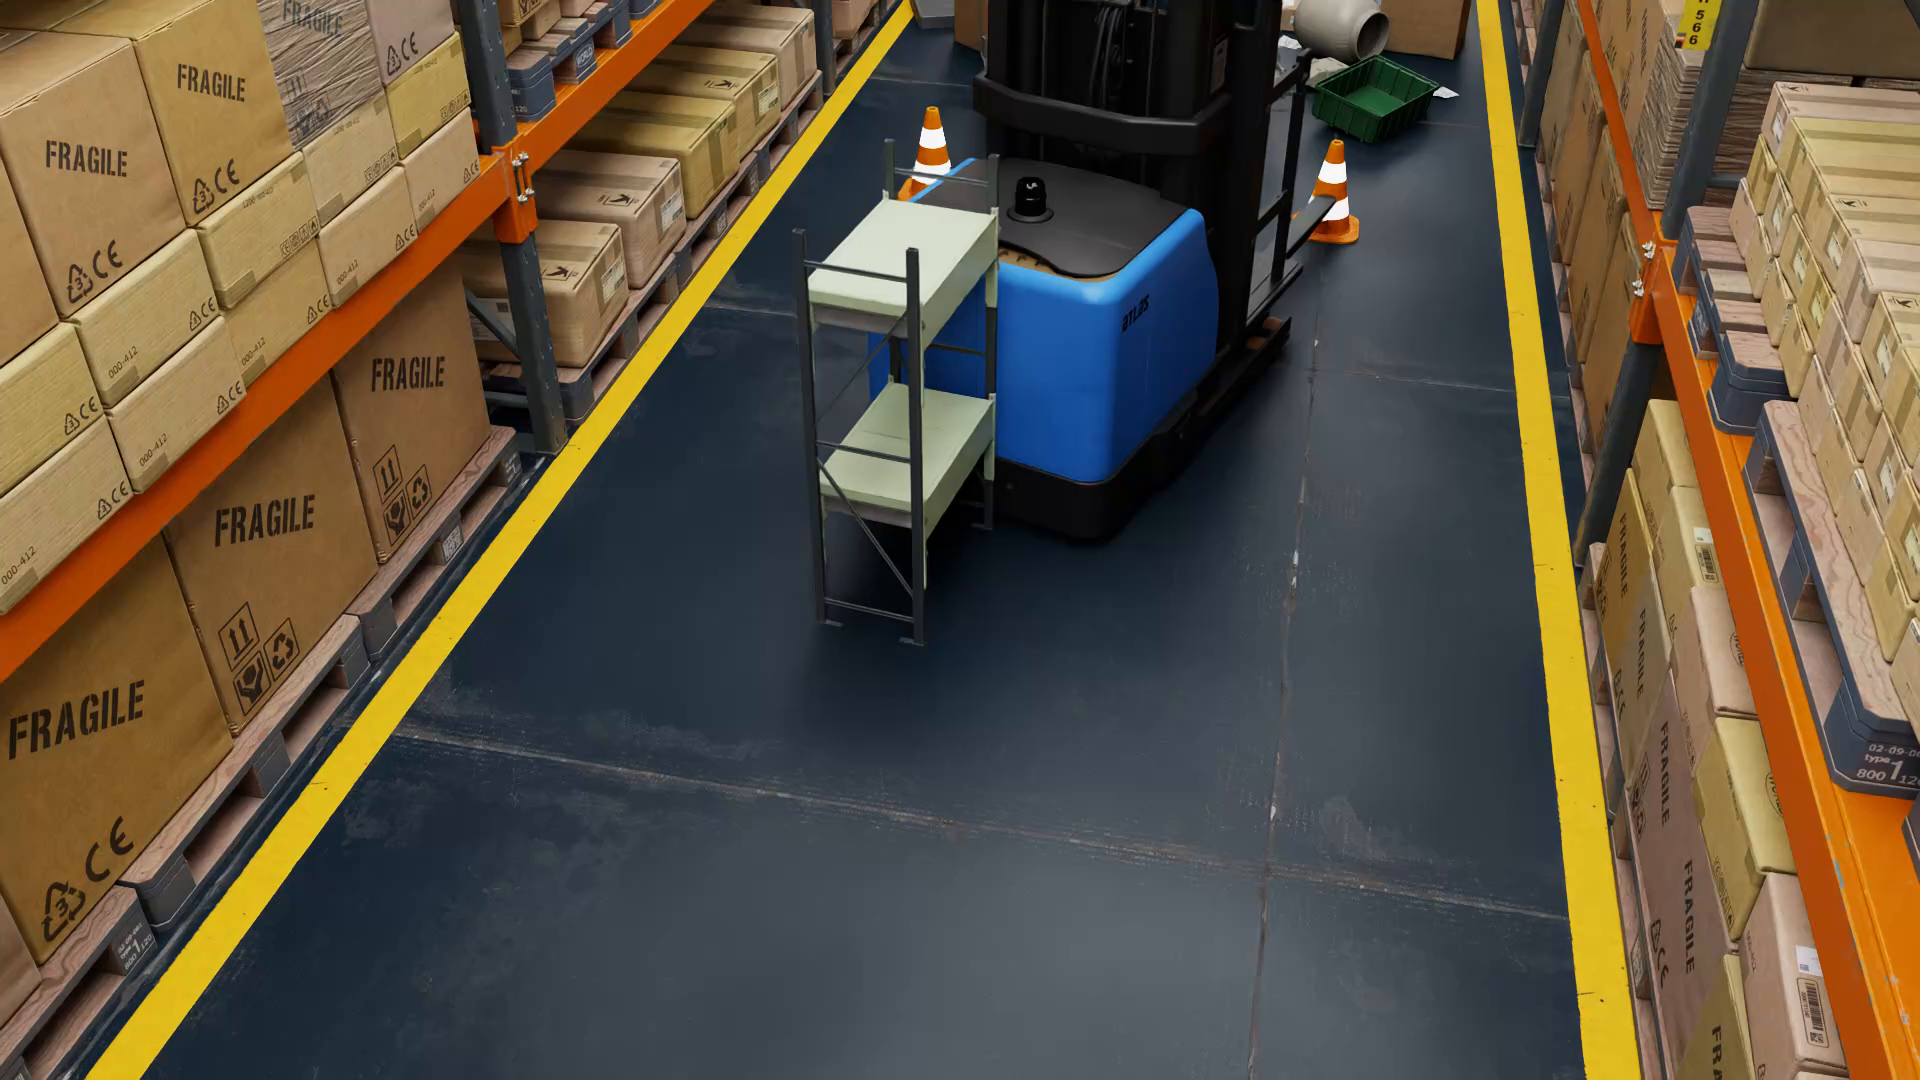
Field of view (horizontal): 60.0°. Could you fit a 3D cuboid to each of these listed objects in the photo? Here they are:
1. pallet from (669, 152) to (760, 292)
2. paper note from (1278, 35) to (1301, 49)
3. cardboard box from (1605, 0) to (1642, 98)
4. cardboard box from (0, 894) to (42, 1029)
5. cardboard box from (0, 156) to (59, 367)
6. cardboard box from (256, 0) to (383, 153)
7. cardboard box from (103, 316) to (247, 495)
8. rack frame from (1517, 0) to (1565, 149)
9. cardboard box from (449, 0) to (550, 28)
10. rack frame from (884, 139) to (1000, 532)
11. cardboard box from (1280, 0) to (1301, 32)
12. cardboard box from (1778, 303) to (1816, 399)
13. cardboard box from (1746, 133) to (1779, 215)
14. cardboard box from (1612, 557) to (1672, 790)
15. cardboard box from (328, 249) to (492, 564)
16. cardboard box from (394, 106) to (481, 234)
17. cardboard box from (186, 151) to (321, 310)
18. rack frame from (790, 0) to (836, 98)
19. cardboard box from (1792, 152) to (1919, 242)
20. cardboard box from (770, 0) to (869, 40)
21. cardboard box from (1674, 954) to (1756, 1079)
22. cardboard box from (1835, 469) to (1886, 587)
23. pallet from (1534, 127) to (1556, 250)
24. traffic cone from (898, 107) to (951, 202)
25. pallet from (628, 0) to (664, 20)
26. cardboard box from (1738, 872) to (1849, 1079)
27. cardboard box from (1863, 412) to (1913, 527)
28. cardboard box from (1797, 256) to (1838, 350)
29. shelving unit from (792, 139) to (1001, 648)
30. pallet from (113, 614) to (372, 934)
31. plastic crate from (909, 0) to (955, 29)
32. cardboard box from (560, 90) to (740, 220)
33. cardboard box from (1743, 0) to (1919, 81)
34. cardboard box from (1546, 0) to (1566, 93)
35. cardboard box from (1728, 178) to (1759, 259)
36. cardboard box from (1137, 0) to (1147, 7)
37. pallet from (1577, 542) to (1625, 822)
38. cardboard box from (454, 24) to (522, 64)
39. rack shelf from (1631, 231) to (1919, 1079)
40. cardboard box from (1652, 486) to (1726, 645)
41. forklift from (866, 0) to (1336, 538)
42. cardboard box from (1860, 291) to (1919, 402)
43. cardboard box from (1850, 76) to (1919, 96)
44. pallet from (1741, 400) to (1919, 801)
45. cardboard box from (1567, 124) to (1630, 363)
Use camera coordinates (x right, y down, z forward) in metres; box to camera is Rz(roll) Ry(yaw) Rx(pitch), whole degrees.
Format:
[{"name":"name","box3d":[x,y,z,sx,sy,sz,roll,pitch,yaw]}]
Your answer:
[{"name":"pallet","box3d":[-1.670,-1.659,8.360,1.003,0.211,1.213,7,37,10]},{"name":"paper note","box3d":[2.113,-3.177,10.614,0.172,0.023,0.155,20,41,26]},{"name":"cardboard box","box3d":[2.805,-1.986,6.348,0.500,0.500,0.500,7,36,9]},{"name":"cardboard box","box3d":[-2.901,0.975,3.802,0.875,0.875,0.875,8,37,11]},{"name":"cardboard box","box3d":[-2.389,-0.594,3.576,0.500,0.500,0.500,6,36,9]},{"name":"cardboard box","box3d":[-2.057,-1.464,4.777,0.500,0.500,0.500,8,37,11]},{"name":"cardboard box","box3d":[-2.254,-0.383,4.350,0.500,0.250,0.500,7,36,9]},{"name":"rack frame","box3d":[3.611,-3.374,8.349,1.000,3.000,0.127,7,37,10]},{"name":"cardboard box","box3d":[-1.779,-2.203,6.037,0.500,0.500,0.500,6,36,9]},{"name":"rack frame","box3d":[-0.062,-0.685,5.917,0.400,1.500,0.023,12,38,16]},{"name":"cardboard box","box3d":[2.179,-3.483,10.830,0.396,0.266,0.258,14,38,18]},{"name":"cardboard box","box3d":[2.293,-0.455,4.177,0.380,0.149,0.250,9,37,12]},{"name":"cardboard box","box3d":[2.457,-1.018,4.701,0.380,0.149,0.250,9,37,12]},{"name":"cardboard box","box3d":[2.252,0.423,4.882,0.500,0.500,0.500,8,37,11]},{"name":"cardboard box","box3d":[-2.330,-0.568,5.930,0.875,0.875,0.875,7,37,10]},{"name":"cardboard box","box3d":[-1.955,-1.260,5.561,0.500,0.250,0.500,6,36,8]},{"name":"cardboard box","box3d":[-2.151,-0.885,4.617,0.500,0.250,0.500,6,36,9]},{"name":"rack frame","box3d":[-1.247,-3.937,9.126,1.000,3.000,0.127,7,37,10]},{"name":"cardboard box","box3d":[2.357,-0.855,4.223,0.380,0.149,0.250,7,37,10]},{"name":"cardboard box","box3d":[-0.857,-3.298,10.229,0.500,0.250,0.500,6,36,8]},{"name":"cardboard box","box3d":[1.924,1.304,3.666,0.500,0.500,0.500,6,36,9]},{"name":"cardboard box","box3d":[2.126,-0.009,3.562,0.380,0.149,0.250,6,36,8]},{"name":"pallet","box3d":[3.520,-1.793,8.544,1.003,0.211,1.213,7,37,10]},{"name":"traffic cone","box3d":[-0.144,-2.023,8.647,0.336,0.463,0.334,7,37,10]},{"name":"pallet","box3d":[-1.718,-2.706,7.591,1.003,0.211,1.213,7,37,10]},{"name":"cardboard box","box3d":[1.937,0.999,3.449,0.500,0.250,0.500,9,37,12]},{"name":"cardboard box","box3d":[2.130,-0.124,3.468,0.380,0.149,0.250,9,37,12]},{"name":"cardboard box","box3d":[2.294,-0.564,4.075,0.380,0.149,0.250,7,37,10]},{"name":"shelving unit","box3d":[-0.187,-0.483,5.638,0.431,1.500,0.755,12,38,16]},{"name":"pallet","box3d":[-2.606,0.626,5.207,1.003,0.211,1.213,7,37,10]},{"name":"plastic crate","box3d":[-0.110,-3.552,11.082,0.402,0.080,0.583,-5,36,-6]},{"name":"cardboard box","box3d":[-1.653,-1.930,8.239,0.950,0.372,0.625,8,37,12]},{"name":"cardboard box","box3d":[2.862,-1.782,5.216,0.700,0.500,0.500,7,37,10]},{"name":"cardboard box","box3d":[3.814,-3.036,9.335,0.875,0.875,0.875,8,37,11]},{"name":"cardboard box","box3d":[2.464,-0.918,4.817,0.380,0.149,0.250,7,36,9]},{"name":"cardboard box","box3d":[1.514,-3.412,10.414,0.797,0.637,0.503,7,37,10]},{"name":"pallet","box3d":[2.588,0.496,5.386,1.003,0.211,1.213,7,37,10]},{"name":"cardboard box","box3d":[-1.850,-1.875,6.137,0.380,0.149,0.250,5,36,7]},{"name":"rack shelf","box3d":[2.329,0.357,3.814,1.077,0.370,4.000,7,37,10]},{"name":"cardboard box","box3d":[2.264,0.113,4.671,0.500,0.250,0.500,7,37,9]},{"name":"forklift","box3d":[0.811,-2.034,6.559,1.130,2.935,3.031,19,40,24]},{"name":"cardboard box","box3d":[2.189,-0.396,3.589,0.380,0.149,0.250,8,37,11]},{"name":"cardboard box","box3d":[3.116,-1.345,5.464,0.500,0.500,0.500,8,37,10]},{"name":"pallet","box3d":[2.374,0.137,3.669,1.003,0.211,1.213,7,37,10]},{"name":"cardboard box","box3d":[3.158,-1.179,6.881,1.050,0.750,0.750,8,37,11]}]
